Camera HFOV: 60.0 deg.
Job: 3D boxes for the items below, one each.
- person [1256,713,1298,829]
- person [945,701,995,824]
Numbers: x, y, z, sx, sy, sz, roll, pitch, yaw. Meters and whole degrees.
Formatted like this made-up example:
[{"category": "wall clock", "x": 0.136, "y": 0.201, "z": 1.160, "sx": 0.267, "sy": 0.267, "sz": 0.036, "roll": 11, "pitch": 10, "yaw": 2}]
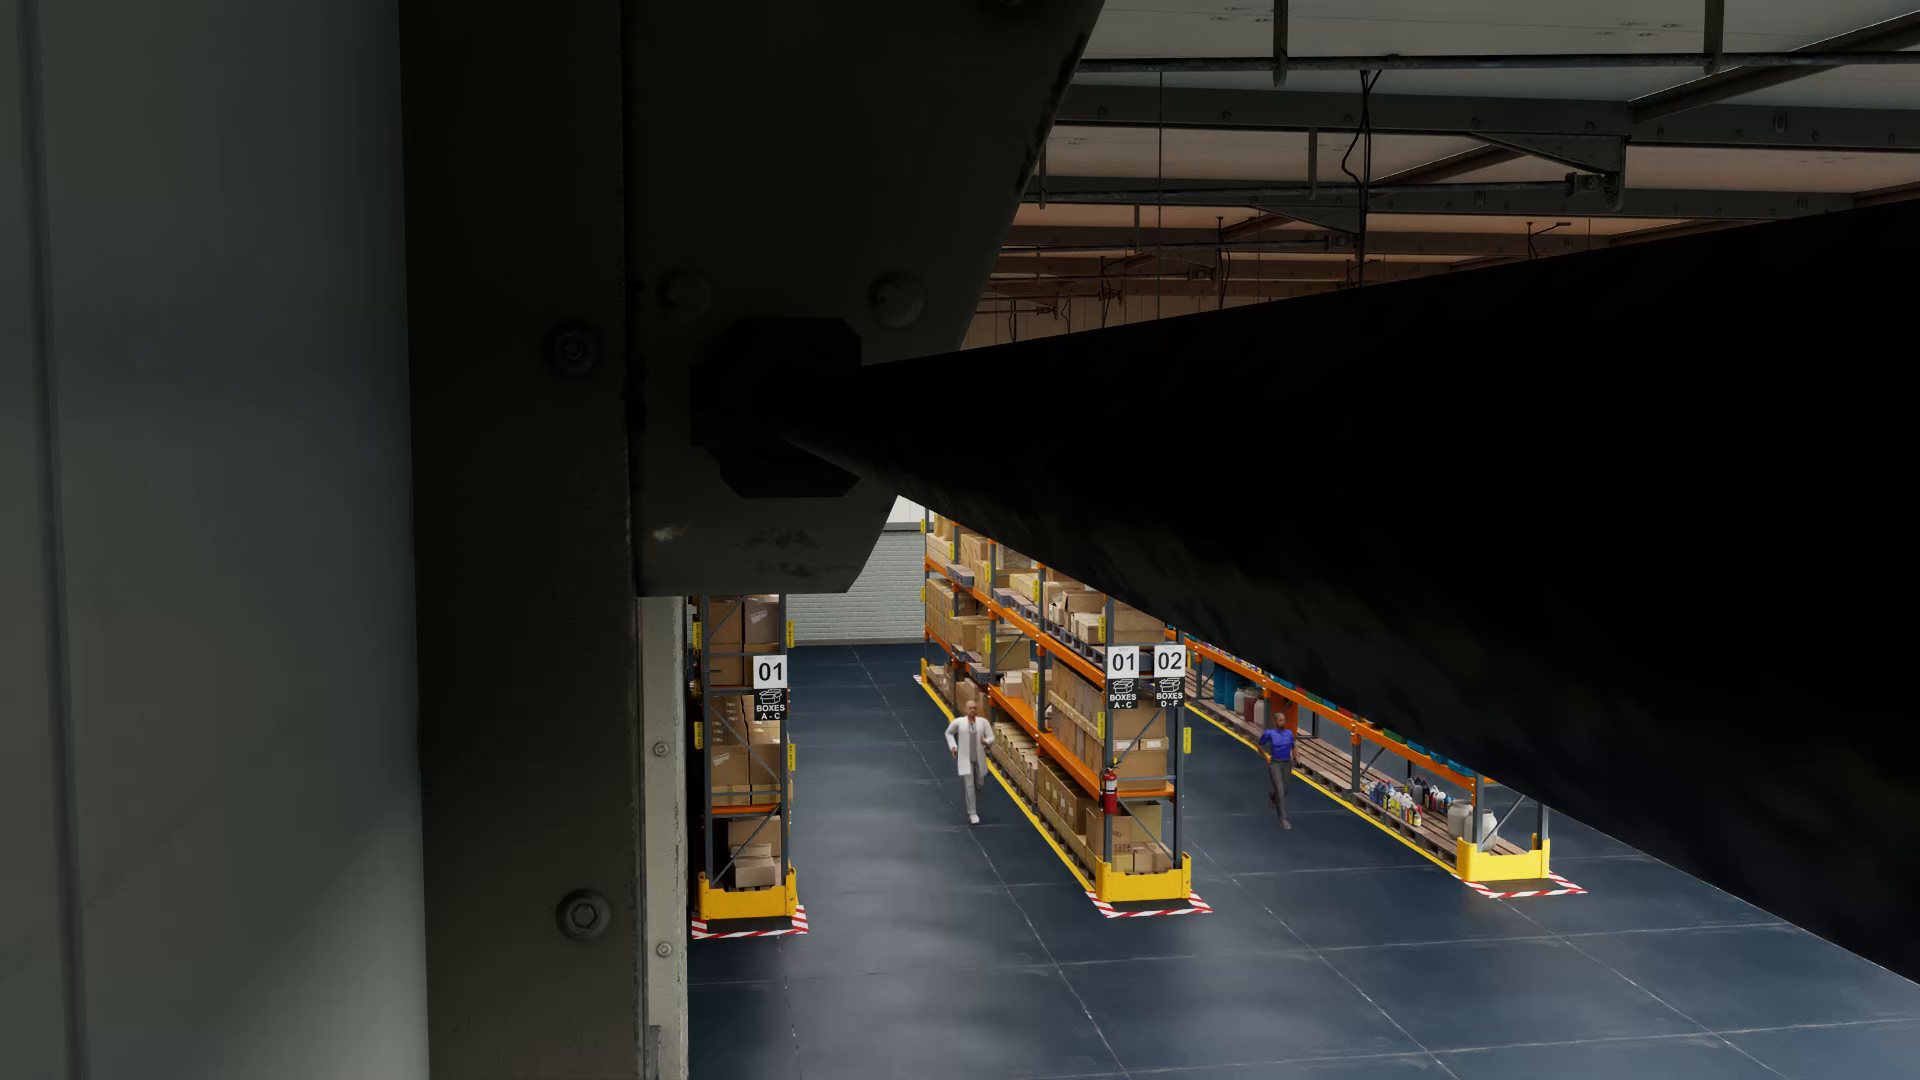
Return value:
[{"category": "person", "x": 4.694, "y": 3.372, "z": 24.569, "sx": 0.579, "sy": 1.644, "sz": 0.842, "roll": -1, "pitch": 5, "yaw": -15}, {"category": "person", "x": 0.164, "y": 3.263, "z": 24.753, "sx": 0.716, "sy": 1.754, "sz": 1.016, "roll": -1, "pitch": 5, "yaw": -13}]
